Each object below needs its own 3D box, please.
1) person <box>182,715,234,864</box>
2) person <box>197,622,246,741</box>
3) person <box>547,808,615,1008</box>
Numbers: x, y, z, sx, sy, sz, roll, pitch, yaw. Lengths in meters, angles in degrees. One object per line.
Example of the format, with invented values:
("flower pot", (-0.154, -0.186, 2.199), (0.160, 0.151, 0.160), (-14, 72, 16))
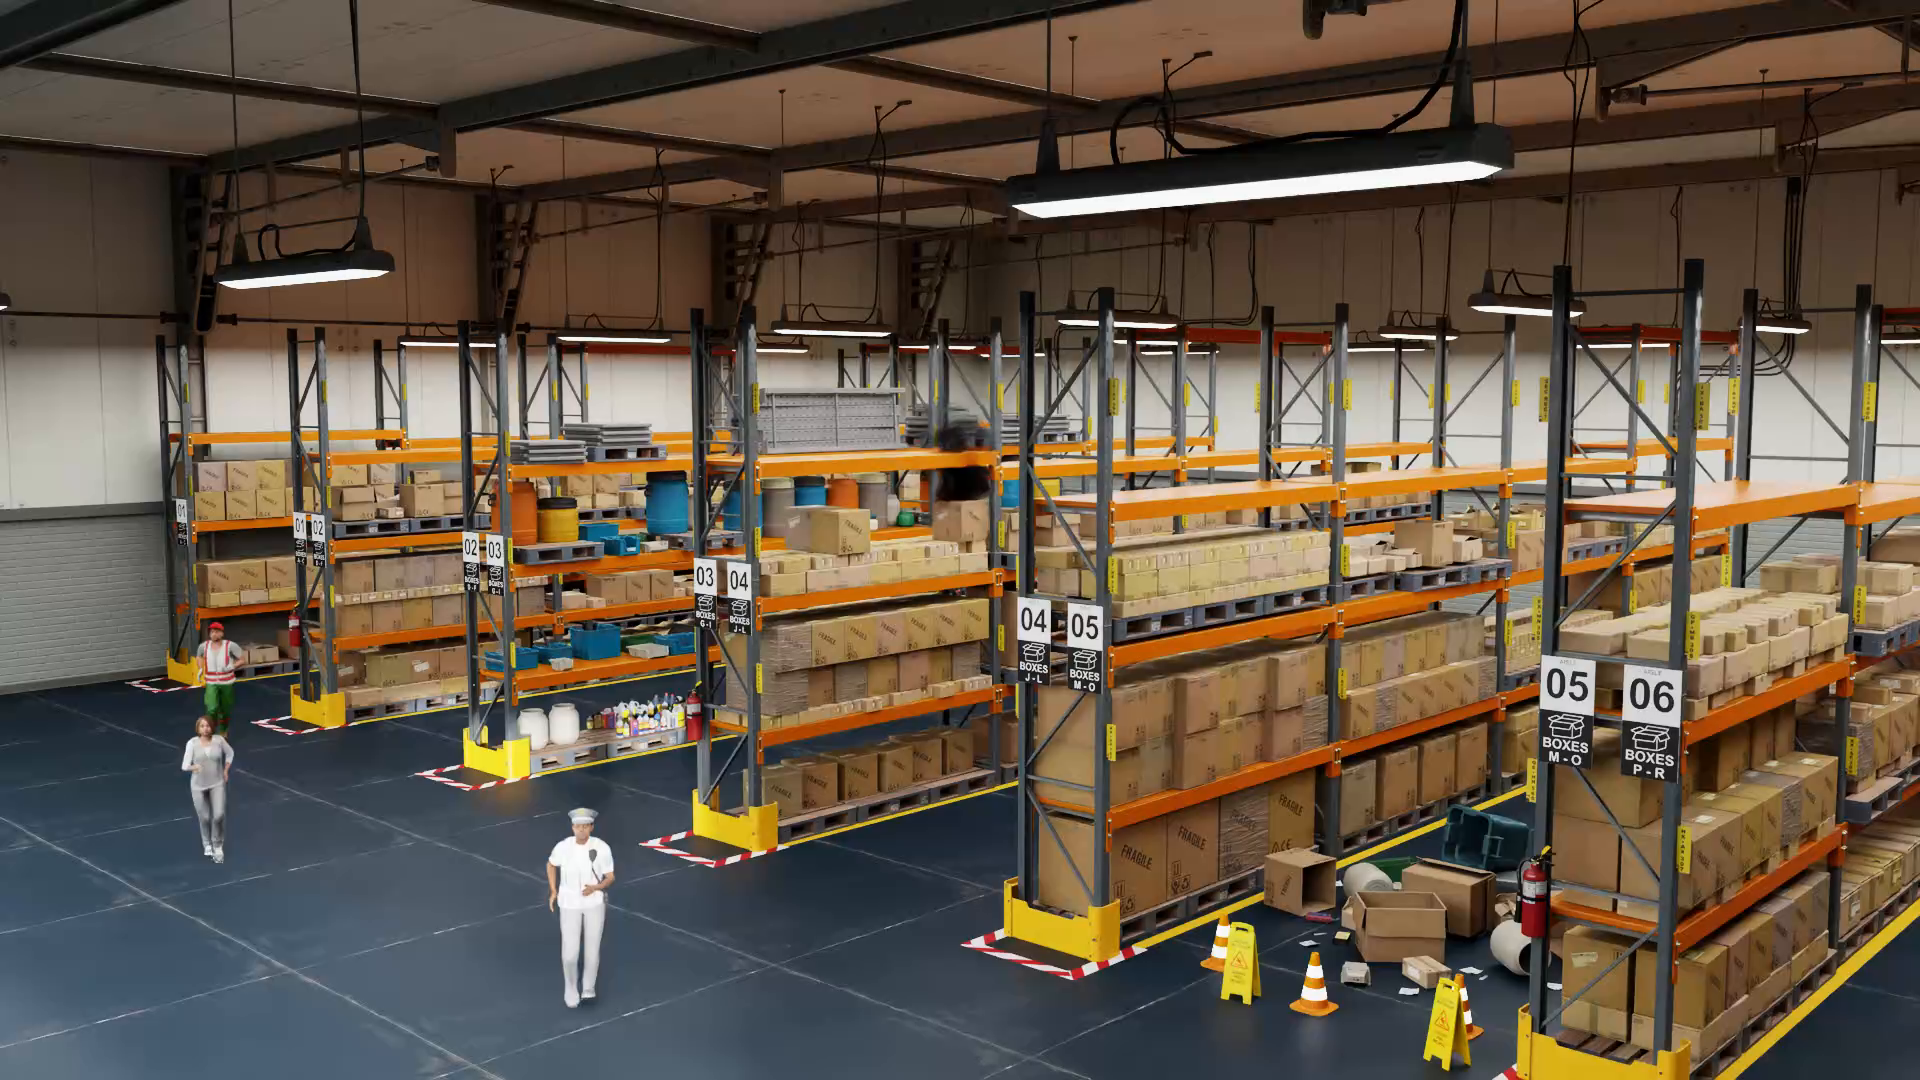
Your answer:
("person", (-8.094, 2.689, 17.930), (0.517, 1.608, 0.639), (-2, 6, -24))
("person", (-10.479, 2.066, 23.608), (0.656, 1.848, 0.779), (-2, 6, -18))
("person", (-3.126, 3.040, 13.727), (0.553, 1.679, 0.658), (-1, 6, -13))
